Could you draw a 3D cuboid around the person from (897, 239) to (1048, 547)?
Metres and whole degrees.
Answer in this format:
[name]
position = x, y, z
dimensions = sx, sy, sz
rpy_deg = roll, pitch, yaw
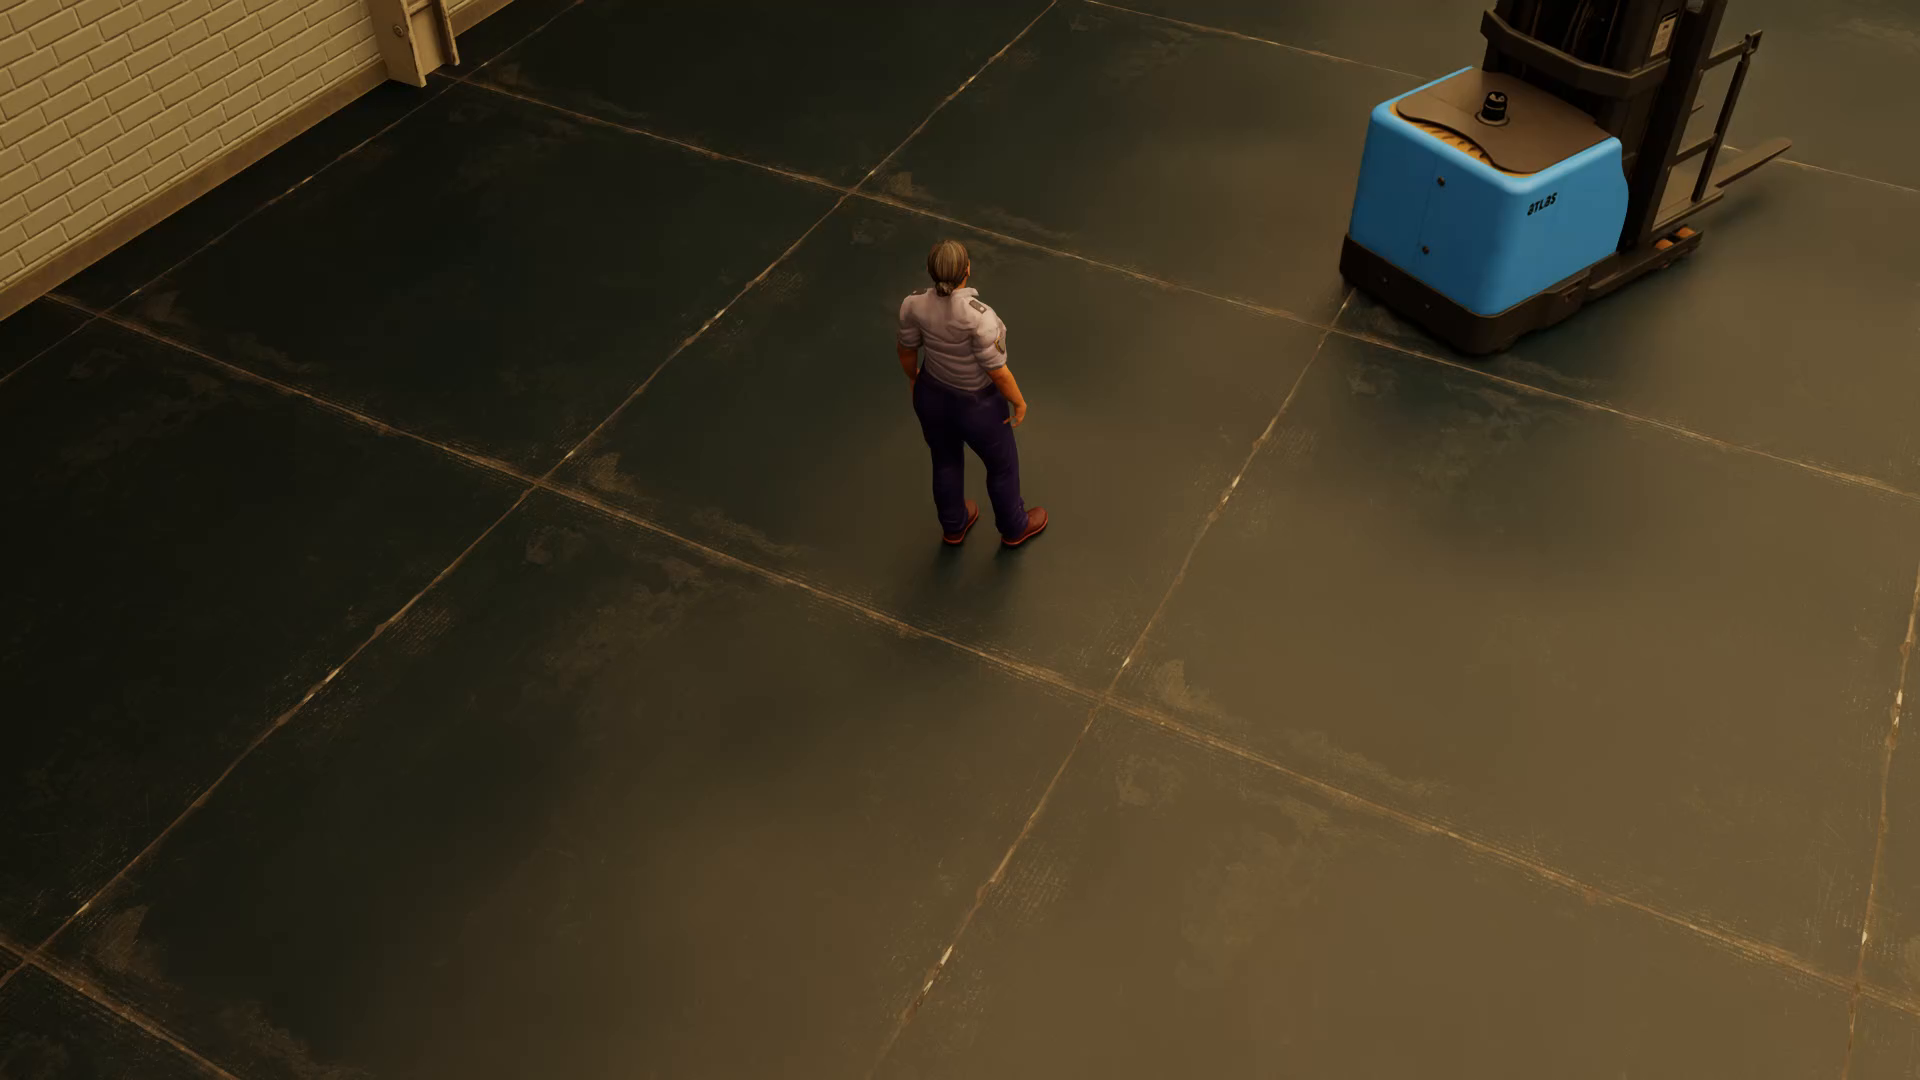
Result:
[person]
position = 0.062, -0.652, 7.271
dimensions = 0.598, 1.651, 0.503
rpy_deg = 20, 47, 20

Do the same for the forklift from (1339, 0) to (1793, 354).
[forklift]
position = 3.602, -2.866, 8.695
dimensions = 3.031, 2.935, 1.130
rpy_deg = -27, 50, -26
